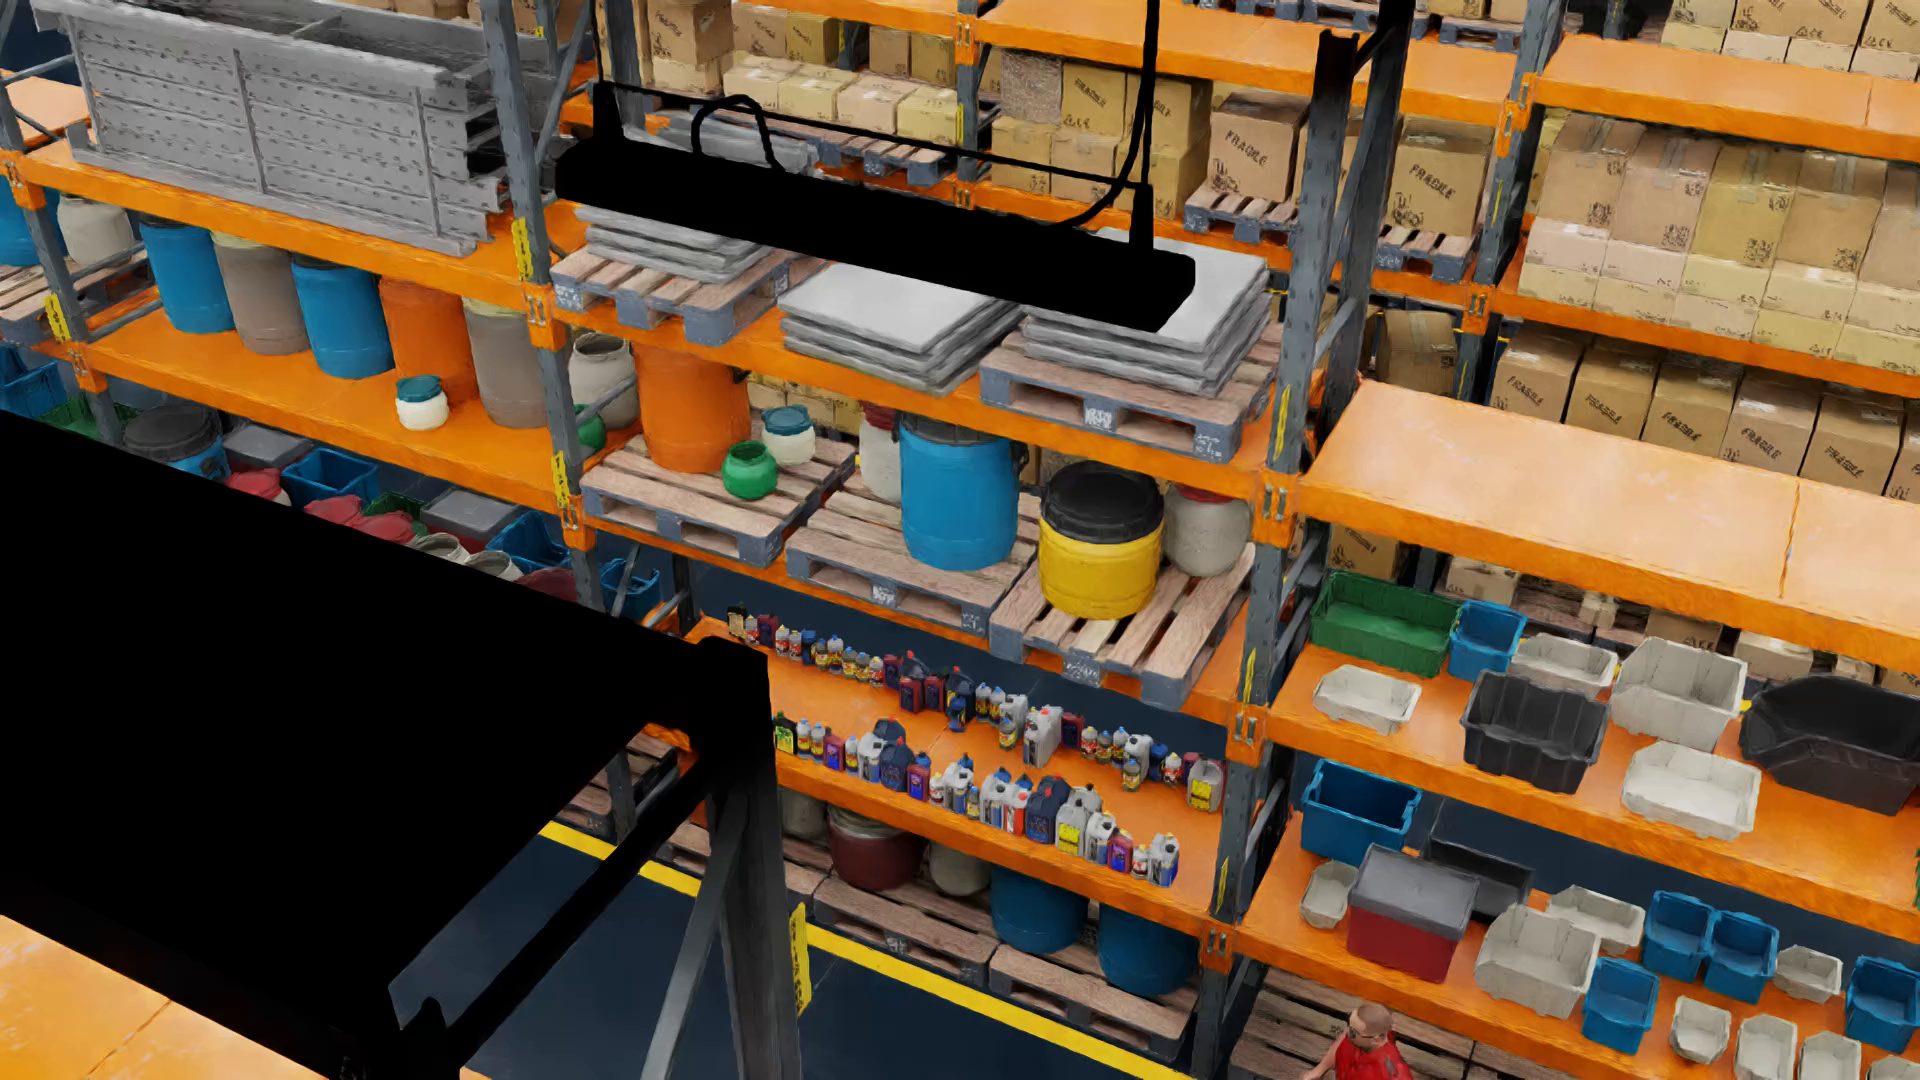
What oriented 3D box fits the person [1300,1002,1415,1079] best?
[{"bbox_3d":[2.038,2.881,8.293,0.759,1.673,0.650,0,35,1],"label":"person"}]
